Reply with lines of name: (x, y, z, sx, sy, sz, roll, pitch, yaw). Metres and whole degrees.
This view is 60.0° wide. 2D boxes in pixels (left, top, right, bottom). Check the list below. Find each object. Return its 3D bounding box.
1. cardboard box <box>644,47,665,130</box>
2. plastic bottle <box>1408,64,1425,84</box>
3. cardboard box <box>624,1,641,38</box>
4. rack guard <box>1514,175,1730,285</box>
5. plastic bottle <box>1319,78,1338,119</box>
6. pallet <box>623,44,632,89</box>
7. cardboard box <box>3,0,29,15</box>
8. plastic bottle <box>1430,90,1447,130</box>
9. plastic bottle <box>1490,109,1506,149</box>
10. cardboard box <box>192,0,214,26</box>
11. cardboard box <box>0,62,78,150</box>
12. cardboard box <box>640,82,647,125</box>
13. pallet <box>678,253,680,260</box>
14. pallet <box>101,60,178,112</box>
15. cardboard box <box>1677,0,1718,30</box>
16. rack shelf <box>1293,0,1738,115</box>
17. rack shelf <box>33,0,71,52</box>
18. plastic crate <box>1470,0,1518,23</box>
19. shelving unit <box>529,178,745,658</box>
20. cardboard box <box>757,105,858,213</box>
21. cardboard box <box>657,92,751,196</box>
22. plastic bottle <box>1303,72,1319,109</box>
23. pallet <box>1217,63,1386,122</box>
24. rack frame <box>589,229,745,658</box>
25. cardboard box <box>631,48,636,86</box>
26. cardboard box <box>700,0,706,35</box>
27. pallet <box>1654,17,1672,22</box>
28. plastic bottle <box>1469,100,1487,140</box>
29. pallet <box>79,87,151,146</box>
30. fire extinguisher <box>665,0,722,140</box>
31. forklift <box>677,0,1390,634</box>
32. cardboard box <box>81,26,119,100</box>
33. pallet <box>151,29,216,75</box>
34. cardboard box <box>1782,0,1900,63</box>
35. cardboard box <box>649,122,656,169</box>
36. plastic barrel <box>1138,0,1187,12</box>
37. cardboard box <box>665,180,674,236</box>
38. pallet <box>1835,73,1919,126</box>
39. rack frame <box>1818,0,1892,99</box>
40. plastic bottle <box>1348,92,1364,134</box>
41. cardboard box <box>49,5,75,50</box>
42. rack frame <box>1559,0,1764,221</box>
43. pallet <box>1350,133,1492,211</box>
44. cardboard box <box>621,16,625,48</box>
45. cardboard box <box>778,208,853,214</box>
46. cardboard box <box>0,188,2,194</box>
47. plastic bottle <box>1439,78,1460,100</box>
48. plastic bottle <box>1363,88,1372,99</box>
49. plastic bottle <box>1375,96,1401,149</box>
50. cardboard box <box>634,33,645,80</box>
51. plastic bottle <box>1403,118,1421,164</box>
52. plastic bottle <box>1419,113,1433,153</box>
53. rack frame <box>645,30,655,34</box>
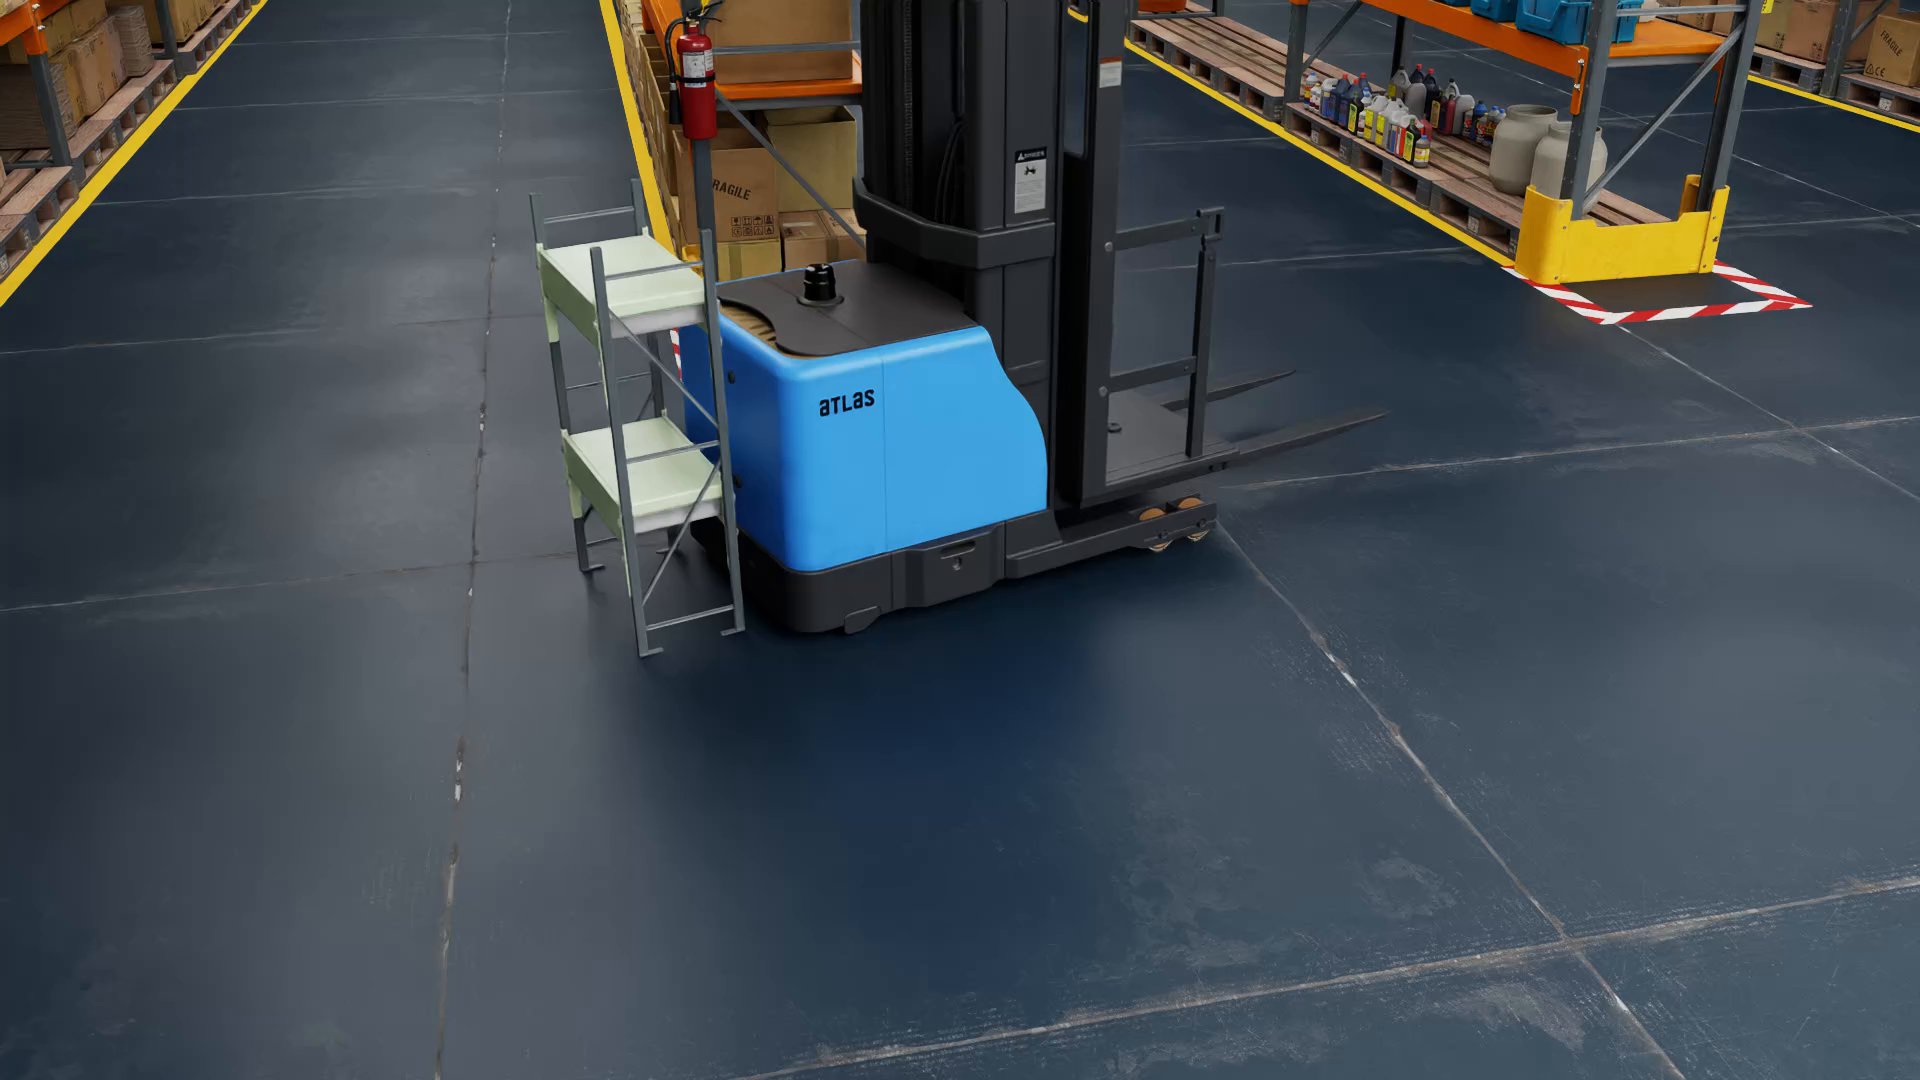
cardboard box: (-1.836, -3.023, 11.163, 0.500, 0.500, 0.500, -6, 27, -12)
plastic bottle: (3.497, -3.444, 12.696, 0.144, 0.351, 0.185, -7, 28, -13)
cardboard box: (-2.586, -4.435, 14.171, 0.500, 0.311, 0.500, -7, 28, -13)
rack guard: (3.909, -1.840, 9.841, 1.175, 0.500, 0.348, -6, 27, -12)
plastic bottle: (2.815, -3.341, 12.574, 0.152, 0.276, 0.135, -5, 27, -10)
pallet: (-2.510, -4.328, 15.091, 1.003, 0.211, 1.213, -6, 27, -12)
cardboard box: (-6.179, -3.442, 10.386, 0.500, 0.250, 0.500, -6, 27, -11)
plastic bottle: (3.519, -3.166, 12.220, 0.061, 0.283, 0.133, -6, 27, -12)
plastic bottle: (3.790, -2.884, 11.675, 0.097, 0.271, 0.097, 0, 27, 0)
cardboard box: (-7.712, -5.383, 16.005, 0.750, 0.750, 0.750, -6, 27, -12)
cardboard box: (-6.763, -3.080, 11.808, 0.700, 0.500, 0.500, -5, 27, -10)
cardboard box: (-2.132, -3.295, 12.534, 0.500, 0.250, 0.500, -6, 27, -12)
pallet: (-1.068, -1.513, 9.513, 1.003, 0.211, 1.213, -6, 27, -12)
pallet: (-7.308, -3.846, 14.135, 1.003, 0.211, 1.213, -6, 27, -12)
cardboard box: (7.437, -5.241, 16.090, 0.700, 0.500, 0.500, -4, 27, -7)
rack shelf: (3.522, -3.484, 11.123, 1.077, 0.370, 4.000, -6, 27, -12)
rack shelf: (-7.032, -4.234, 12.609, 1.077, 0.370, 4.000, -6, 27, -12)
plastic crate: (3.427, -3.336, 10.196, 0.499, 0.251, 0.408, -6, 27, -12)
shelving unit: (-1.148, -0.443, 5.954, 0.431, 1.500, 0.755, -14, 30, -24)
cardboard box: (-0.873, -2.198, 9.530, 0.500, 0.500, 0.500, -6, 27, -12)
cardboard box: (-1.505, -2.364, 9.857, 0.500, 0.500, 0.500, -6, 27, -12)
plastic bottle: (2.716, -3.478, 12.851, 0.097, 0.271, 0.097, 0, 27, 0)
pallet: (2.856, -3.780, 14.004, 1.003, 0.211, 1.213, -6, 27, -12)
rack frame: (-0.978, -0.297, 5.665, 0.400, 1.500, 0.023, -14, 30, -24)
cardboard box: (-2.473, -3.965, 13.862, 0.500, 0.250, 0.500, -5, 27, -11)
cardboard box: (-1.070, -2.907, 9.070, 0.700, 0.500, 0.500, -5, 27, -10)
pallet: (7.170, -5.355, 17.124, 1.003, 0.211, 1.213, -6, 27, -12)
plastic bottle: (3.722, -3.017, 11.938, 0.097, 0.271, 0.097, 0, 27, 0)
pallet: (-7.037, -3.311, 13.076, 1.003, 0.211, 1.213, -6, 27, -12)
fire extinguisher: (-1.280, -2.293, 8.049, 0.296, 0.674, 0.183, -6, 27, -12)
forklift: (0.446, -1.452, 6.373, 3.031, 2.935, 1.130, -15, 31, -28)
cardboard box: (-7.127, -3.750, 13.137, 0.700, 0.500, 0.500, -6, 27, -12)
pallet: (-7.587, -4.543, 15.515, 1.003, 0.211, 1.213, -6, 27, -12)
cardboard box: (7.779, -4.539, 14.699, 0.700, 0.500, 0.500, -8, 28, -16)
cardboard box: (-1.839, -2.688, 11.332, 0.500, 0.250, 0.500, -6, 27, -12)
plastic barrel: (2.043, -5.871, 16.996, 0.600, 0.830, 0.708, -6, 27, -12)
cardboard box: (-1.502, -2.029, 10.027, 0.500, 0.250, 0.500, -6, 27, -12)
pallet: (8.082, -3.650, 13.748, 1.003, 0.211, 1.213, -6, 27, -12)
rack frame: (7.896, -5.187, 13.697, 1.000, 3.000, 0.127, -6, 27, -12)
plastic bottle: (2.888, -3.111, 12.112, 0.061, 0.283, 0.133, -5, 27, -9)
cardboard box: (-6.987, -3.835, 12.473, 0.500, 0.250, 0.500, -7, 28, -13)
rack frame: (3.972, -2.928, 9.221, 1.000, 3.000, 0.127, -6, 27, -12)
pallet: (3.460, -2.603, 11.673, 1.003, 0.211, 1.213, -6, 27, -12)
cardboard box: (-2.826, -4.638, 15.196, 0.500, 0.250, 0.500, -6, 27, -12)
cardboard box: (-0.875, -1.863, 9.698, 0.500, 0.250, 0.500, -6, 27, -12)
cardboard box: (-6.309, -2.307, 10.277, 0.500, 0.500, 0.500, -8, 28, -15)
plastic bottle: (3.613, -3.218, 12.248, 0.144, 0.351, 0.185, -6, 27, -12)
plastic bottle: (2.999, -3.214, 12.329, 0.097, 0.271, 0.097, 0, 27, 0)
plastic bottle: (3.029, -2.950, 11.717, 0.144, 0.351, 0.185, -5, 27, -9)
cardboard box: (-2.250, -3.769, 12.851, 0.500, 0.311, 0.500, -5, 27, -10)
plastic bottle: (3.087, -2.723, 11.341, 0.061, 0.283, 0.133, -5, 27, -10)
plastic bottle: (3.205, -2.798, 11.490, 0.061, 0.283, 0.133, -6, 27, -12)
rack frame: (-1.756, -4.182, 11.707, 1.000, 3.000, 0.127, -6, 27, -12)
